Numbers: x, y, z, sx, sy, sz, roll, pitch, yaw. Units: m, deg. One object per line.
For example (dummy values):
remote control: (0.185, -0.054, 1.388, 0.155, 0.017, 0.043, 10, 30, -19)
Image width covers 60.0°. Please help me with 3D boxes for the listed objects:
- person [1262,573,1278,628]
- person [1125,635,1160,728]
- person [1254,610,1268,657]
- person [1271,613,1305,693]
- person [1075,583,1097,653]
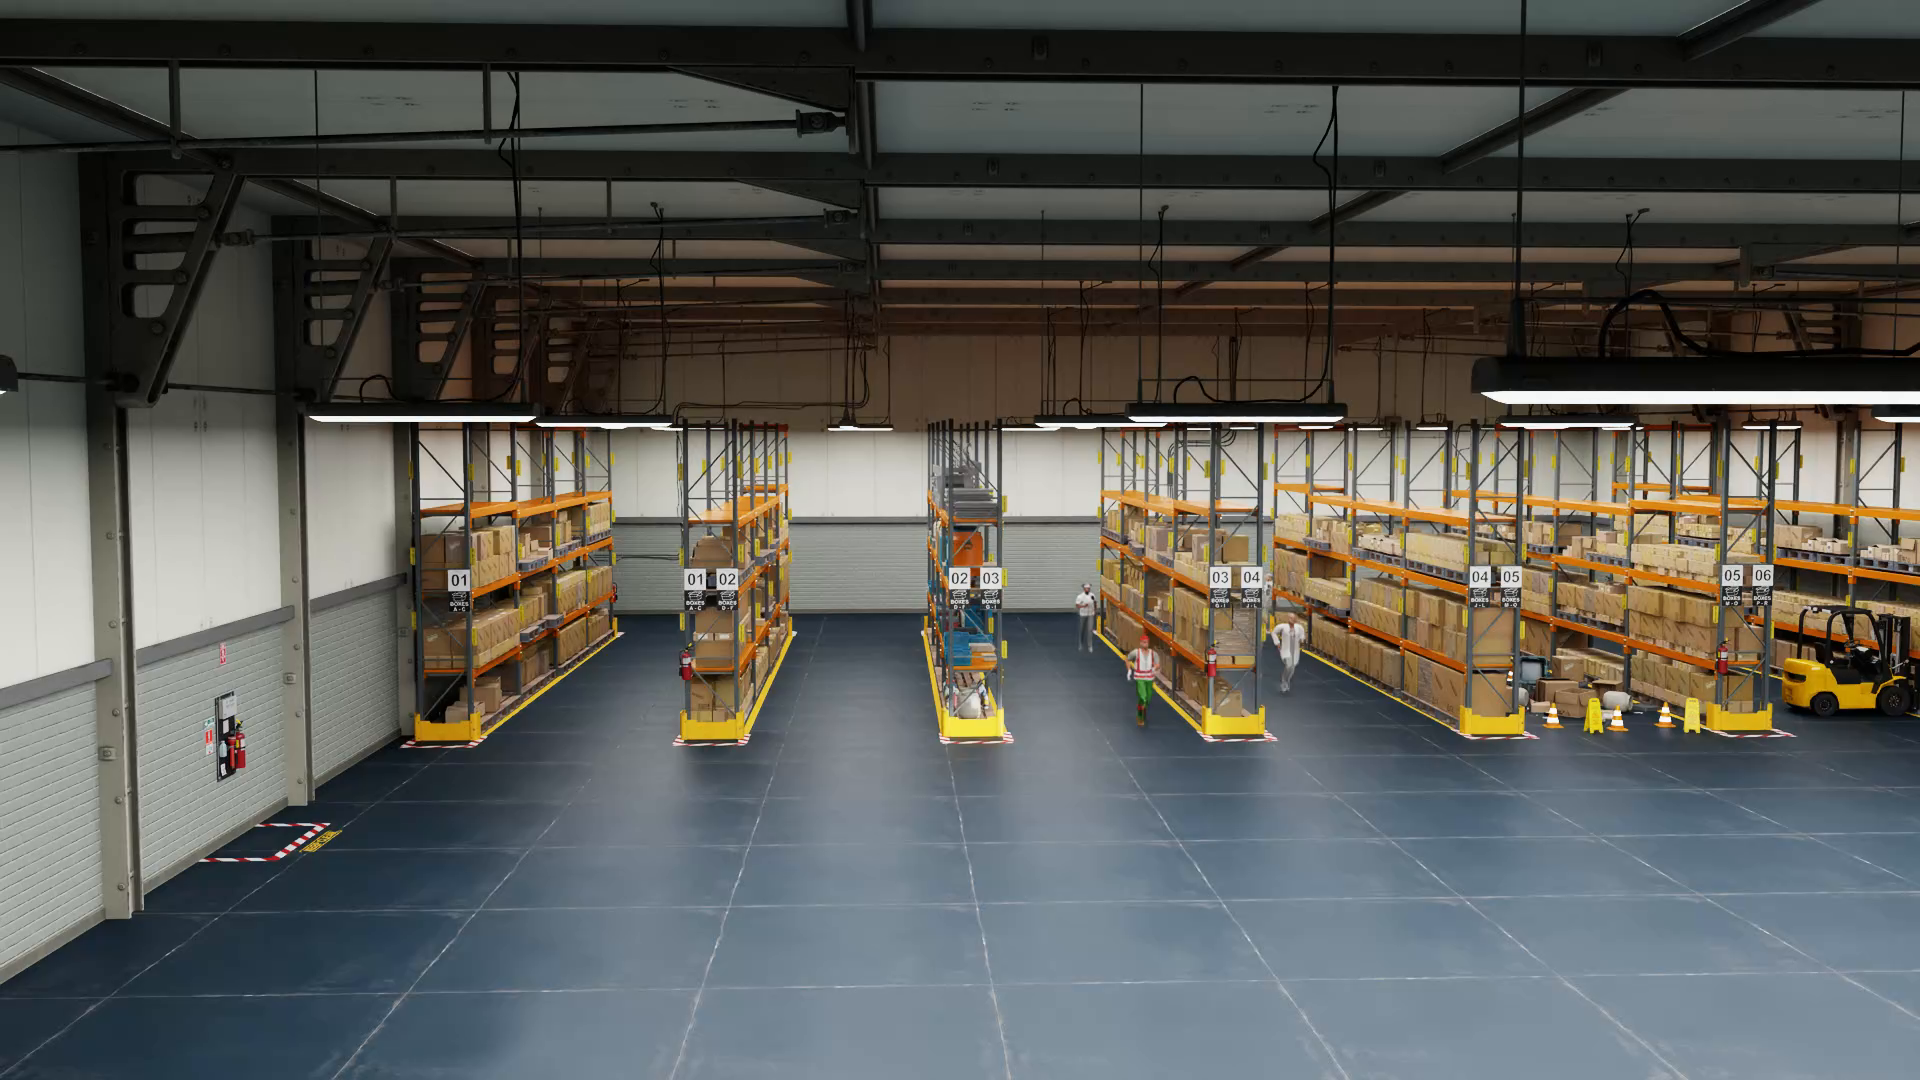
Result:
person: (9.150, 1.798, 48.967, 0.680, 1.682, 0.669, 0, 4, -2)
person: (3.600, 2.755, 32.481, 0.631, 1.806, 0.720, -1, 4, -12)
person: (7.347, 2.274, 41.025, 0.566, 1.629, 0.549, -1, 4, -13)
person: (7.288, 2.492, 36.738, 0.696, 1.763, 0.787, -1, 4, -12)
person: (3.149, 1.924, 41.435, 0.604, 1.749, 0.837, -1, 4, -10)
